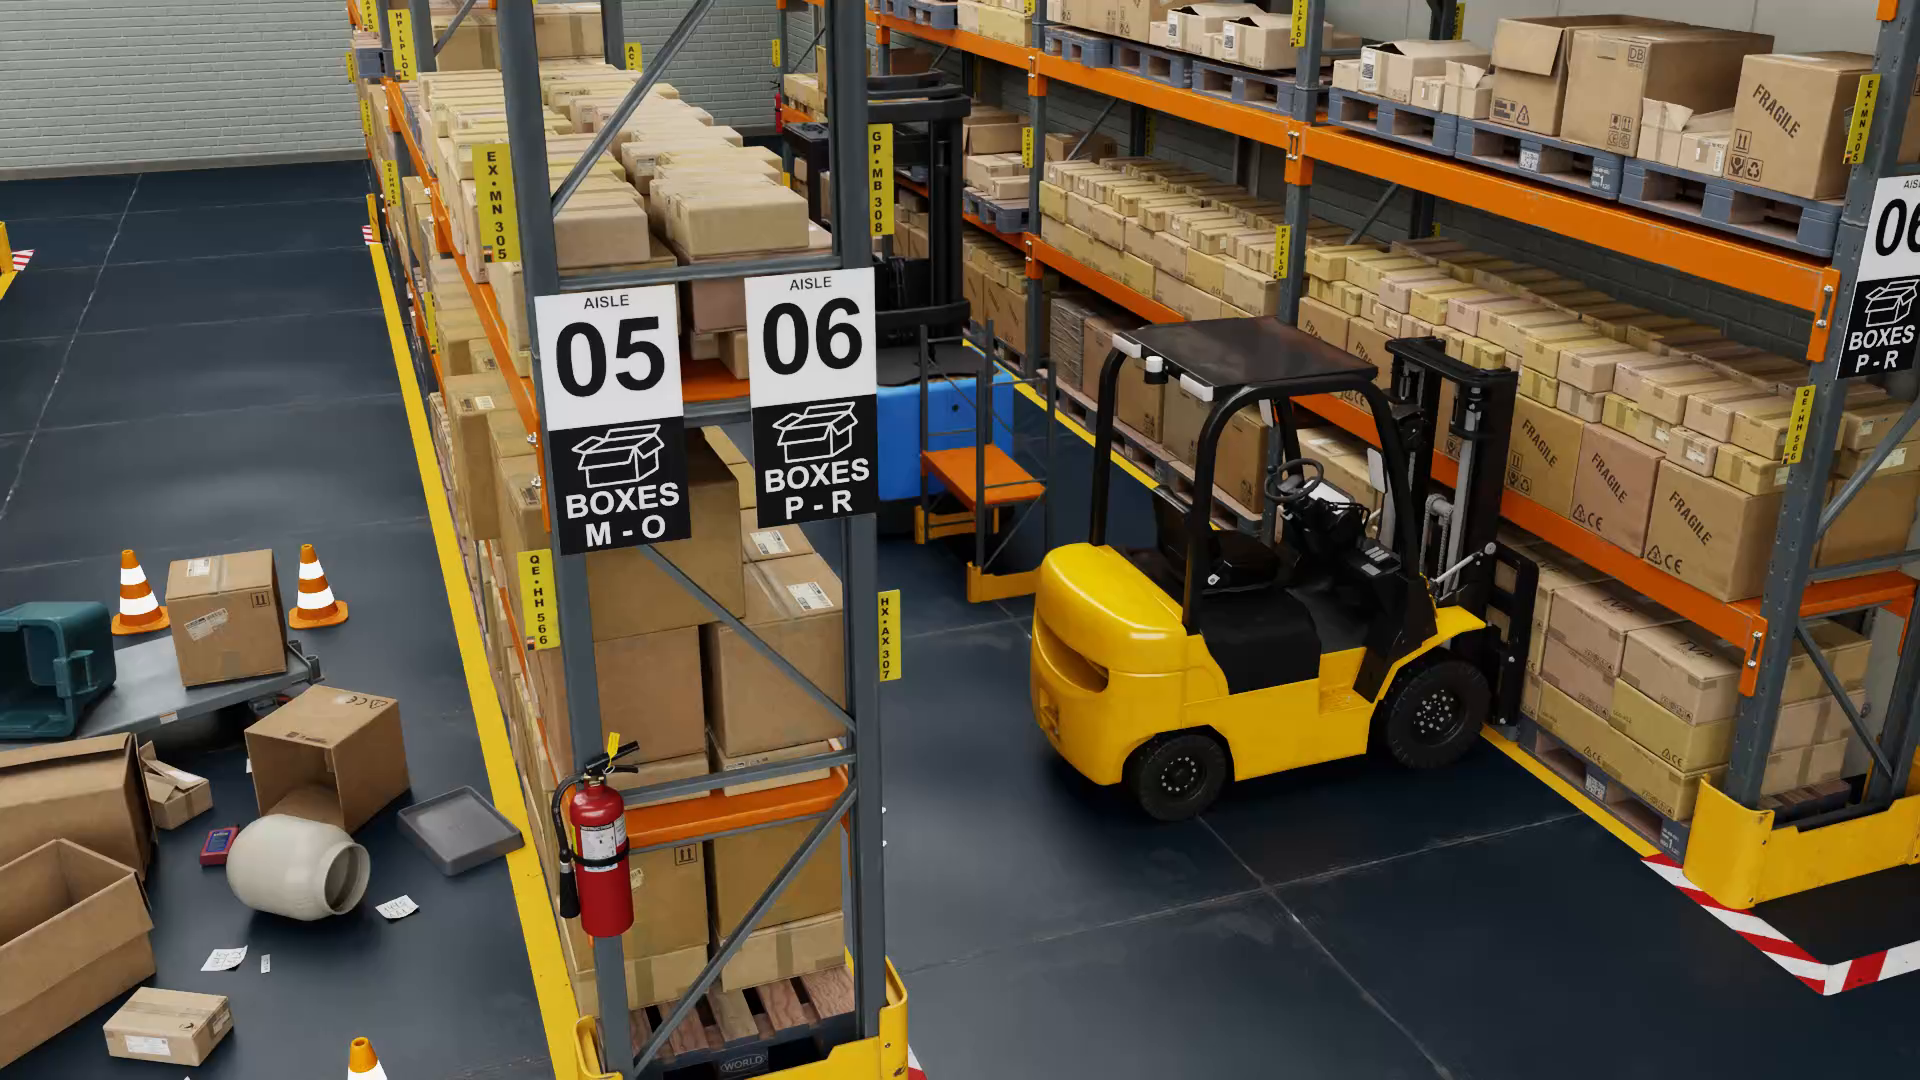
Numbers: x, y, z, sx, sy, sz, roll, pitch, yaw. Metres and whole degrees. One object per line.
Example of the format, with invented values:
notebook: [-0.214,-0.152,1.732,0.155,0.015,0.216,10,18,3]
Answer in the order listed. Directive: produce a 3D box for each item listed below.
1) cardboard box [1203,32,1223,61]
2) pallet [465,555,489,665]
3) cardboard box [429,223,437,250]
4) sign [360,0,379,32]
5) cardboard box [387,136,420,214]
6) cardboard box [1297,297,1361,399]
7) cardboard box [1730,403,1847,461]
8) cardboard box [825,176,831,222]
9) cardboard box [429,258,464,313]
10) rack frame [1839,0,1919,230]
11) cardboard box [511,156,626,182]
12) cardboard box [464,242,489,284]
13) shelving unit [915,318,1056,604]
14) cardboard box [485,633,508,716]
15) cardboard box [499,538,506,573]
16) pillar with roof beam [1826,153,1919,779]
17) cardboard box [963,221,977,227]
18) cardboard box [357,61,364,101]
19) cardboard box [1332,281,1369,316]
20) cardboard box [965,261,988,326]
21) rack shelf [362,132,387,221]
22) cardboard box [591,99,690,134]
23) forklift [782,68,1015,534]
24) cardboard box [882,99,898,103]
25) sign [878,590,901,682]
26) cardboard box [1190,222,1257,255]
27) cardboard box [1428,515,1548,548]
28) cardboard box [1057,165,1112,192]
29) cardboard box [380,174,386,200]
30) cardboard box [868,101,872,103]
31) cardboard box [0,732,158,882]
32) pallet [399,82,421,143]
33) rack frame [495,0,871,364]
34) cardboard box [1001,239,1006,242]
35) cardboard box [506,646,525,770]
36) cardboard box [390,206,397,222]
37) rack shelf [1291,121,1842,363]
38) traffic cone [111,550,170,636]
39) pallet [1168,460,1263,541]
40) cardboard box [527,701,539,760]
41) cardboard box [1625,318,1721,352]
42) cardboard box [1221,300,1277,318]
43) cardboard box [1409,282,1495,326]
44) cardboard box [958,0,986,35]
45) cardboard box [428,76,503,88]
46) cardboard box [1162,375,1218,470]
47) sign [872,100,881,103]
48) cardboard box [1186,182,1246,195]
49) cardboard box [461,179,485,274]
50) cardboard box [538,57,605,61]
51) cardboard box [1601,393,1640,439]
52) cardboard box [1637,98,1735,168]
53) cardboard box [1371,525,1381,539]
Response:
cardboard box: [1.804,-3.206,10.787,0.380,0.149,0.250,-8,24,-19]
pallet: [-2.443,0.343,10.165,1.003,0.211,1.213,-8,24,-19]
cardboard box: [-2.915,-1.817,9.812,0.380,0.149,0.250,-9,25,-21]
sign: [-4.101,-3.697,11.530,0.100,0.325,0.005,-8,24,-19]
cardboard box: [-4.007,-2.772,12.548,0.500,0.500,0.500,-9,24,-20]
cardboard box: [2.389,-1.191,10.085,0.500,0.500,0.500,-9,24,-20]
cardboard box: [3.566,-0.472,7.161,0.380,0.149,0.250,-8,24,-19]
cardboard box: [-1.277,-3.987,19.525,0.500,0.500,0.500,-8,24,-18]
cardboard box: [-2.214,-1.114,8.232,0.700,0.500,0.500,-9,24,-20]
rack frame: [3.889,-2.653,5.959,1.000,3.000,0.127,-8,24,-19]
cardboard box: [-1.353,-1.211,5.696,0.380,0.149,0.250,-8,24,-19]
cardboard box: [-1.725,-1.116,6.497,0.380,0.149,0.250,-9,24,-20]
shelving unit: [0.155,-0.530,10.576,0.587,1.500,1.083,-8,24,-19]
cardboard box: [-2.210,0.665,8.809,0.500,0.250,0.500,-10,25,-21]
cardboard box: [-1.710,-0.100,7.115,0.500,0.500,0.500,-8,24,-18]
pillar with roof beam: [0.459,-2.439,5.451,9.100,9.000,0.400,-8,24,-19]
cardboard box: [-0.038,-3.047,16.460,0.380,0.149,0.250,-8,24,-19]
cardboard box: [-6.124,-4.941,17.694,0.500,0.500,0.500,-9,24,-19]
cardboard box: [2.436,-1.441,9.844,0.380,0.149,0.250,-8,24,-18]
cardboard box: [0.358,-2.334,15.604,0.500,0.500,0.500,-7,24,-17]
rack shelf: [-5.699,-3.962,17.714,1.077,0.370,4.000,-8,24,-19]
cardboard box: [-1.329,-1.746,6.966,0.380,0.149,0.250,-8,24,-18]
forklift: [-0.613,-1.931,12.058,1.130,2.935,3.031,-8,24,-19]
cardboard box: [-0.388,-4.282,16.878,0.700,0.500,0.500,-8,24,-18]
sign: [-0.246,0.320,5.514,0.100,0.325,0.005,-8,24,-19]
cardboard box: [1.785,-2.046,11.277,0.380,0.149,0.250,-9,25,-21]
cardboard box: [2.889,0.048,8.987,0.500,0.250,0.500,-9,24,-20]
cardboard box: [0.996,-2.887,13.275,0.380,0.149,0.250,-8,24,-18]
cardboard box: [-5.084,-3.301,15.414,0.500,0.250,0.500,-9,24,-20]
cardboard box: [-0.949,-4.648,18.227,0.500,0.250,0.500,-8,24,-19]
cardboard box: [-4.080,1.252,7.457,0.797,0.637,0.503,-8,24,-19]
pallet: [-2.654,-2.571,9.867,1.213,0.211,1.003,-8,24,-19]
rack frame: [-0.753,-1.971,4.340,1.000,3.000,0.127,-8,24,-19]
cardboard box: [0.608,-2.935,16.194,0.380,0.149,0.250,-9,25,-21]
cardboard box: [-1.829,0.701,7.758,0.500,0.500,0.500,-7,24,-16]
cardboard box: [-4.373,-2.785,13.544,0.500,0.250,0.500,-9,24,-20]
rack shelf: [3.183,-1.666,8.405,1.077,0.370,4.000,-8,24,-19]
traffic cone: [-4.952,0.283,9.984,0.336,0.463,0.334,-8,24,-19]
pallet: [2.179,-0.320,11.736,1.003,0.211,1.213,-8,24,-19]
cardboard box: [-1.558,0.751,6.804,0.380,0.149,0.250,-8,24,-18]
cardboard box: [3.613,-1.009,8.435,0.380,0.149,0.250,-9,24,-20]
cardboard box: [2.053,-1.420,10.951,0.500,0.250,0.500,-8,24,-18]
cardboard box: [2.698,-1.295,9.114,0.380,0.149,0.250,-9,24,-20]
cardboard box: [0.299,-4.626,14.695,0.500,0.250,0.500,-8,24,-19]
cardboard box: [-2.241,-2.044,7.672,0.380,0.149,0.250,-8,24,-17]
cardboard box: [2.014,-0.912,12.070,0.875,0.625,0.625,-9,24,-20]
sign: [-0.855,-4.571,17.117,0.100,0.325,0.005,-8,24,-19]
cardboard box: [1.936,-2.603,12.601,0.380,0.149,0.250,-9,24,-20]
cardboard box: [-1.550,-1.176,6.127,0.500,0.250,0.500,-8,24,-18]
cardboard box: [-2.178,-2.618,9.389,0.500,0.250,0.500,-9,24,-20]
cardboard box: [3.275,-0.604,7.858,0.380,0.149,0.250,-9,24,-19]
cardboard box: [3.223,-1.800,7.301,0.396,0.266,0.258,-8,24,-19]
cardboard box: [2.705,0.086,9.539,0.500,0.250,0.500,-9,24,-19]
